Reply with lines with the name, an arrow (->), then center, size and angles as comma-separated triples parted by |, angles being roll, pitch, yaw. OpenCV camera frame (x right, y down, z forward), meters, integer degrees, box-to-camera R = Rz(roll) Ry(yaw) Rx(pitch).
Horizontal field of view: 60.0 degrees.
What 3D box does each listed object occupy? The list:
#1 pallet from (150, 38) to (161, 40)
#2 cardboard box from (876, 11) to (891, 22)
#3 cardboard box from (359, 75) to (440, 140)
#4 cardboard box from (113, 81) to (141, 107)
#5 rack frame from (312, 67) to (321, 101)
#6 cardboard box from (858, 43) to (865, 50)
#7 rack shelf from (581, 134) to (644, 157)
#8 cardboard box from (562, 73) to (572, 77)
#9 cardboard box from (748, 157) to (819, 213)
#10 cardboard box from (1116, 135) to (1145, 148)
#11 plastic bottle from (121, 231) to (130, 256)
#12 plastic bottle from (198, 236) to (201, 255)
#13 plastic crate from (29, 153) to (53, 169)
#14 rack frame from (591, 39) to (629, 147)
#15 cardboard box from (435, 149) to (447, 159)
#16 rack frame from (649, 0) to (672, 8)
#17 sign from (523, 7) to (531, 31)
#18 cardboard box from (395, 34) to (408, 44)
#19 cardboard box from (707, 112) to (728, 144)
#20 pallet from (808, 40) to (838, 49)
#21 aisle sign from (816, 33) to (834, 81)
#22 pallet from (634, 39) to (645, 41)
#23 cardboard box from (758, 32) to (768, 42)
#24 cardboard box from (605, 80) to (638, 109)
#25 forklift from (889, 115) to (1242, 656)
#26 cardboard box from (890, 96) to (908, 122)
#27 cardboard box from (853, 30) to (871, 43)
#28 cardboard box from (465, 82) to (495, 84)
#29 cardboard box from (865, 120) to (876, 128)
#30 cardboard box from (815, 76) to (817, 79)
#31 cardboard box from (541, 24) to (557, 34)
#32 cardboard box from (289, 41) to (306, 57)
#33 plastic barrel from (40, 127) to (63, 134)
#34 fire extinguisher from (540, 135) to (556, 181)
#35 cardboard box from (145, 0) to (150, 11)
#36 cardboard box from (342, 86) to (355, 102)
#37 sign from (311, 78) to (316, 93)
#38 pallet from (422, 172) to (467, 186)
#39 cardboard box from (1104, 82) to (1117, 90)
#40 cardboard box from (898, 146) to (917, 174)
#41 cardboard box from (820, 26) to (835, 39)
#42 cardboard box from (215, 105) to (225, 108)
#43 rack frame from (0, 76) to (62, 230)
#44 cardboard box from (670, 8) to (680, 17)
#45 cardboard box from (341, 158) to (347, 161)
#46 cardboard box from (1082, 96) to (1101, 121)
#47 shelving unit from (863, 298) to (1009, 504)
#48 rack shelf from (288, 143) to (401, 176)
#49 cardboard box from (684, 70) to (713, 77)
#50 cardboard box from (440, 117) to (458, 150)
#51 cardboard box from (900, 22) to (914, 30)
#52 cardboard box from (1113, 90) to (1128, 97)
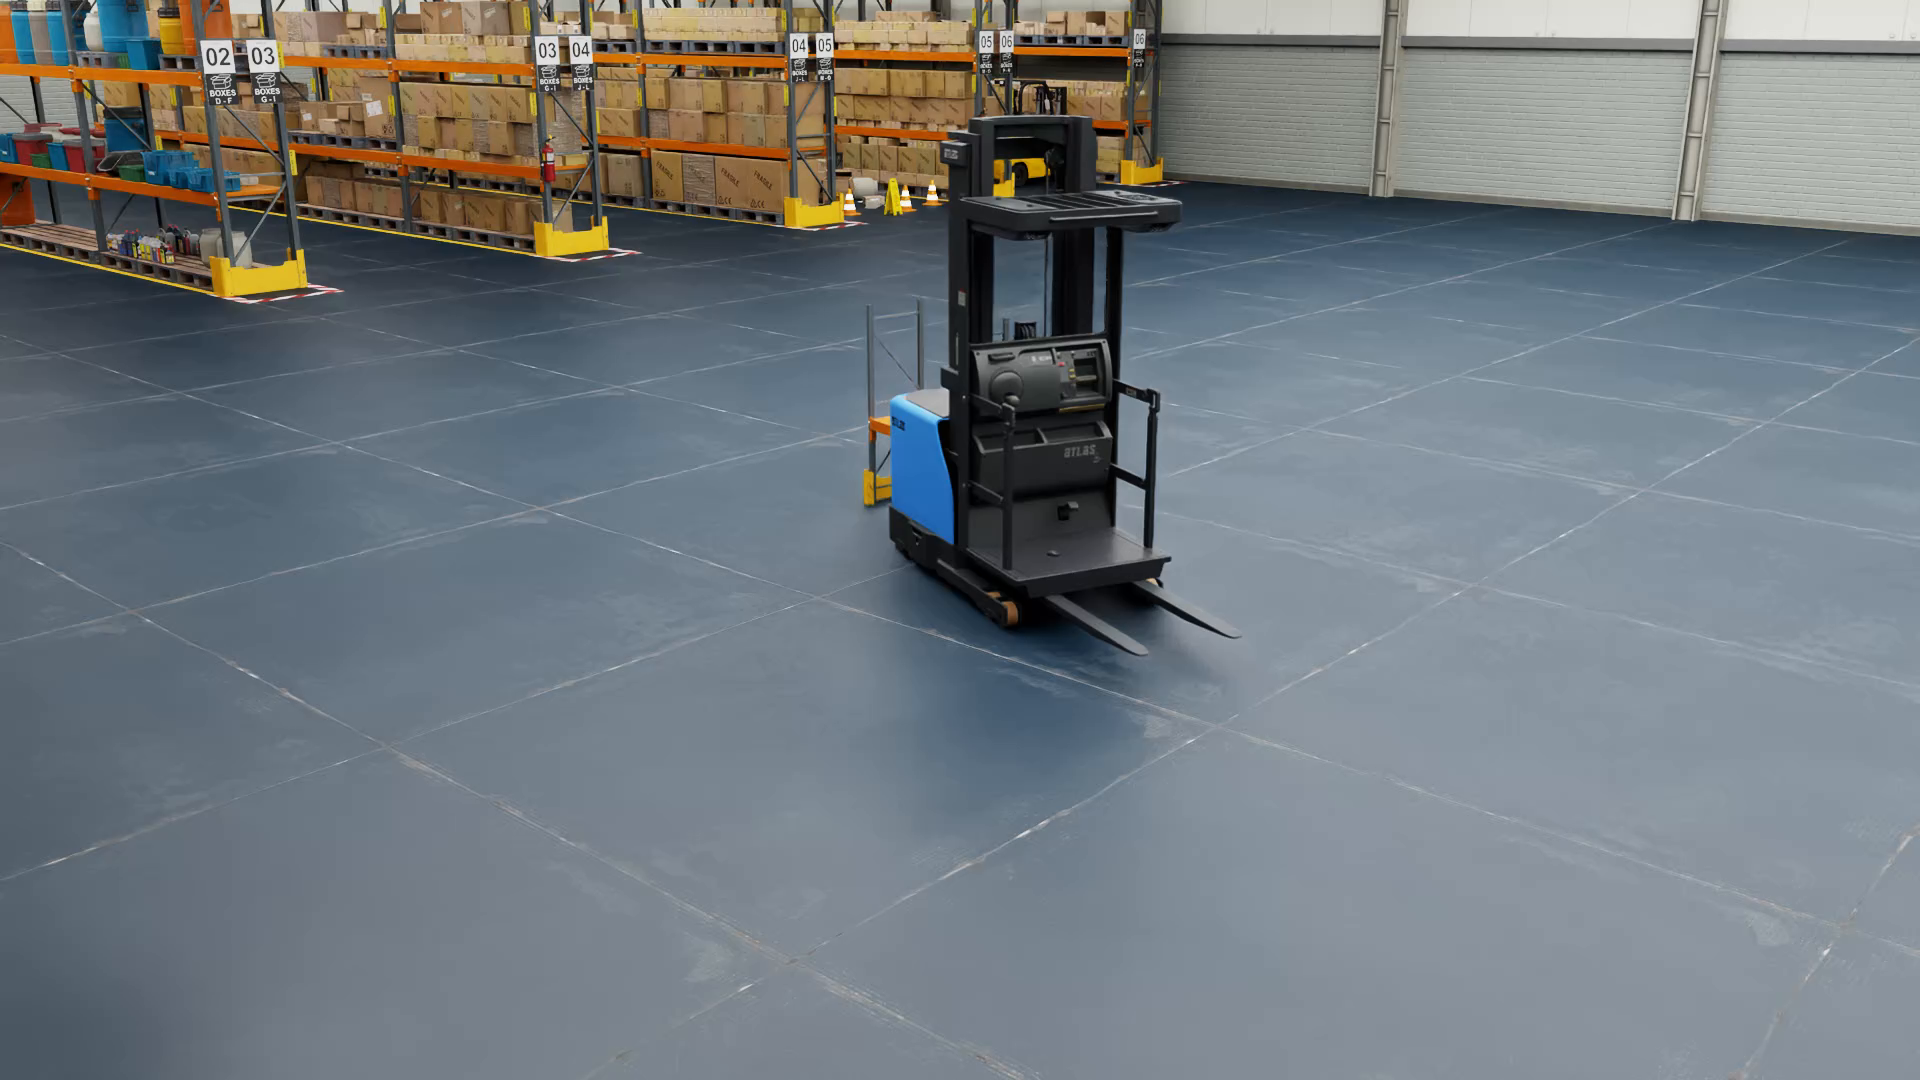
pallet -> -15.510, -9.833, 32.896 | 1.213, 0.211, 1.003 | 15, 23, 39
cardboard box -> -1.663, -12.366, 39.707 | 0.500, 0.500, 0.500 | 15, 23, 40
cardboard box -> -9.423, -7.350, 28.199 | 1.000, 1.000, 1.000 | 15, 23, 40
cardboard box -> -16.952, -9.149, 34.071 | 0.500, 0.500, 0.500 | 14, 23, 38
rack frame -> -14.529, -10.184, 38.814 | 0.127, 3.000, 1.000 | 15, 23, 39
cardboard box -> -1.856, -10.016, 33.744 | 0.250, 0.149, 0.380 | 15, 23, 39
rack shelf -> -7.050, -7.833, 32.597 | 4.000, 0.370, 1.077 | 15, 23, 39
cardboard box -> -9.237, -11.181, 40.139 | 0.500, 0.500, 0.500 | 15, 23, 38
cardboard box -> -3.113, -6.280, 29.331 | 0.875, 0.875, 0.875 | 15, 23, 40
cardboard box -> 3.706, -8.740, 36.466 | 0.500, 0.250, 0.500 | 15, 23, 38
plastic bottle -> -11.881, -4.243, 23.747 | 0.185, 0.351, 0.144 | 16, 24, 41
plastic bottle -> -10.849, -4.222, 23.812 | 0.097, 0.271, 0.097 | 0, 18, 0
plastic crate -> -13.699, -5.736, 25.152 | 0.662, 0.188, 0.450 | 15, 23, 39
rack frame -> -8.327, -10.521, 39.877 | 0.127, 3.000, 1.000 | 15, 23, 39
cardboard box -> -8.224, -6.237, 26.793 | 0.250, 0.149, 0.380 | 15, 23, 39
rack frame -> -8.027, -15.307, 45.041 | 0.127, 3.000, 1.000 | 15, 23, 39
sign -> -6.313, -7.599, 24.249 | 0.005, 0.325, 0.100 | 15, 23, 39
cardboard box -> -8.883, -8.086, 26.834 | 0.250, 0.149, 0.380 | 14, 22, 38
cardboard box -> -4.055, -7.450, 29.954 | 0.500, 0.550, 0.875 | 15, 23, 39
pallet -> -2.735, -10.403, 34.856 | 1.003, 0.211, 1.213 | 15, 23, 39
aisle sign -> -2.310, -8.264, 28.467 | 0.004, 0.787, 0.394 | 15, 23, 39
pallet -> -6.691, -11.398, 37.996 | 1.213, 0.211, 1.003 | 16, 24, 42
cardboard box -> -3.224, -8.570, 28.326 | 0.250, 0.149, 0.380 | 15, 23, 40
cardboard box -> -6.315, -8.500, 31.690 | 0.500, 0.500, 0.700 | 15, 23, 38
forklift -> 0.610, -1.017, 10.044 | 1.130, 2.935, 3.031 | -8, 19, -25
cardboard box -> -1.051, -8.656, 33.345 | 0.500, 0.500, 0.500 | 15, 23, 40
cardboard box -> -1.804, -10.163, 33.546 | 0.500, 0.250, 0.500 | 15, 23, 39
cardboard box -> -7.654, -7.109, 26.818 | 0.500, 0.500, 0.500 | 15, 23, 39
cardboard box -> -1.717, -8.516, 33.975 | 0.250, 0.149, 0.380 | 16, 24, 41
cardboard box -> -3.387, -11.377, 41.709 | 0.637, 0.503, 0.797 | 14, 23, 38
cardboard box -> -7.775, -9.888, 32.312 | 0.500, 0.250, 0.500 | 16, 24, 41
cardboard box -> -11.347, -8.578, 29.046 | 0.500, 0.250, 0.500 | 16, 23, 41
plastic barrel -> -14.290, -6.250, 26.235 | 0.421, 0.512, 0.421 | 0, 18, 0
fire extinguisher -> -6.150, -5.705, 24.830 | 0.183, 0.674, 0.296 | 15, 23, 39
cardboard box -> -16.393, -10.756, 33.396 | 0.500, 0.250, 0.500 | 14, 22, 38
cardboard box -> -13.601, -10.017, 37.634 | 0.500, 0.500, 0.500 | 15, 23, 40
sign -> -14.889, -10.473, 38.297 | 0.005, 0.325, 0.100 | 15, 23, 39
pallet -> -10.954, -7.895, 36.214 | 1.213, 0.211, 1.003 | 15, 23, 39
cardboard box -> 3.327, -9.800, 35.878 | 0.250, 0.149, 0.380 | 15, 23, 39
cardboard box -> -0.890, -7.667, 33.496 | 0.500, 0.500, 0.500 | 14, 23, 38
cardboard box -> -2.877, -10.557, 34.587 | 0.500, 0.250, 0.500 | 14, 23, 38
cardboard box -> -13.916, -8.538, 31.804 | 0.637, 0.503, 0.797 | 15, 23, 40
rack frame -> -15.201, -6.355, 26.750 | 0.127, 3.000, 1.000 | 15, 23, 39
cardboard box -> -4.936, -9.409, 29.653 | 0.250, 0.149, 0.380 | 15, 23, 38
cardboard box -> -14.099, -8.813, 38.515 | 0.250, 0.149, 0.380 | 15, 23, 39
cardboard box -> 3.016, -9.428, 36.269 | 0.500, 0.500, 0.500 | 16, 24, 41
shelving unit -> -0.176, -0.926, 12.124 | 0.587, 1.500, 1.083 | -13, 22, -35
rack shelf -> -10.417, -6.731, 29.124 | 4.000, 0.370, 1.077 | 15, 23, 39
cardboard box -> -5.896, -10.286, 37.320 | 0.500, 0.500, 0.500 | 14, 23, 38
cardboard box -> -7.835, -6.571, 26.775 | 0.500, 0.500, 0.875 | 15, 23, 39
cardboard box -> -0.970, -10.103, 32.698 | 0.250, 0.149, 0.380 | 16, 23, 41
cardboard box -> 3.495, -9.598, 35.732 | 0.250, 0.149, 0.380 | 15, 23, 40
